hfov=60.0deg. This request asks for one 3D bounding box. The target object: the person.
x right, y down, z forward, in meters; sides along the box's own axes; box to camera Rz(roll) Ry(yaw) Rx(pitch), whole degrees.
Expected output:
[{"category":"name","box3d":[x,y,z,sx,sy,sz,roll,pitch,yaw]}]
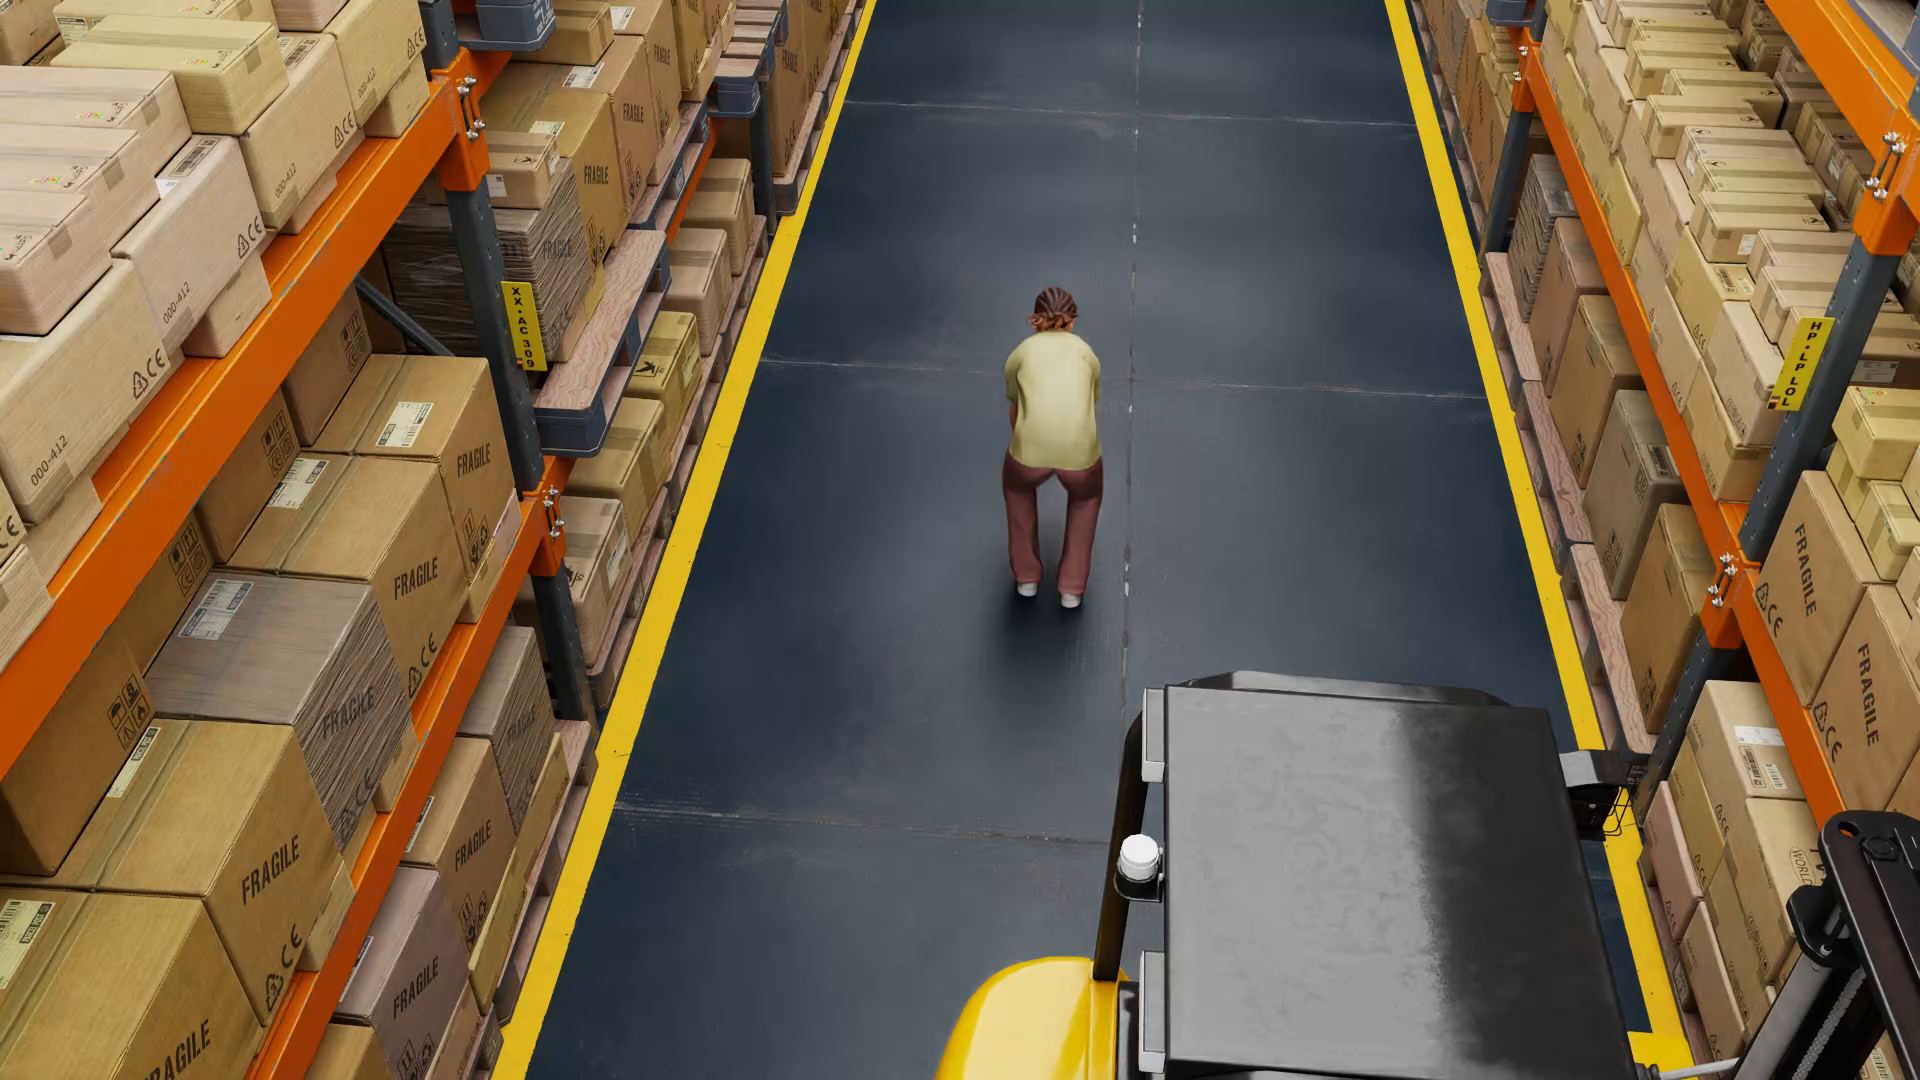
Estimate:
[{"category":"person","box3d":[0.392,-0.376,6.986,0.428,1.182,0.843,2,40,2]}]
